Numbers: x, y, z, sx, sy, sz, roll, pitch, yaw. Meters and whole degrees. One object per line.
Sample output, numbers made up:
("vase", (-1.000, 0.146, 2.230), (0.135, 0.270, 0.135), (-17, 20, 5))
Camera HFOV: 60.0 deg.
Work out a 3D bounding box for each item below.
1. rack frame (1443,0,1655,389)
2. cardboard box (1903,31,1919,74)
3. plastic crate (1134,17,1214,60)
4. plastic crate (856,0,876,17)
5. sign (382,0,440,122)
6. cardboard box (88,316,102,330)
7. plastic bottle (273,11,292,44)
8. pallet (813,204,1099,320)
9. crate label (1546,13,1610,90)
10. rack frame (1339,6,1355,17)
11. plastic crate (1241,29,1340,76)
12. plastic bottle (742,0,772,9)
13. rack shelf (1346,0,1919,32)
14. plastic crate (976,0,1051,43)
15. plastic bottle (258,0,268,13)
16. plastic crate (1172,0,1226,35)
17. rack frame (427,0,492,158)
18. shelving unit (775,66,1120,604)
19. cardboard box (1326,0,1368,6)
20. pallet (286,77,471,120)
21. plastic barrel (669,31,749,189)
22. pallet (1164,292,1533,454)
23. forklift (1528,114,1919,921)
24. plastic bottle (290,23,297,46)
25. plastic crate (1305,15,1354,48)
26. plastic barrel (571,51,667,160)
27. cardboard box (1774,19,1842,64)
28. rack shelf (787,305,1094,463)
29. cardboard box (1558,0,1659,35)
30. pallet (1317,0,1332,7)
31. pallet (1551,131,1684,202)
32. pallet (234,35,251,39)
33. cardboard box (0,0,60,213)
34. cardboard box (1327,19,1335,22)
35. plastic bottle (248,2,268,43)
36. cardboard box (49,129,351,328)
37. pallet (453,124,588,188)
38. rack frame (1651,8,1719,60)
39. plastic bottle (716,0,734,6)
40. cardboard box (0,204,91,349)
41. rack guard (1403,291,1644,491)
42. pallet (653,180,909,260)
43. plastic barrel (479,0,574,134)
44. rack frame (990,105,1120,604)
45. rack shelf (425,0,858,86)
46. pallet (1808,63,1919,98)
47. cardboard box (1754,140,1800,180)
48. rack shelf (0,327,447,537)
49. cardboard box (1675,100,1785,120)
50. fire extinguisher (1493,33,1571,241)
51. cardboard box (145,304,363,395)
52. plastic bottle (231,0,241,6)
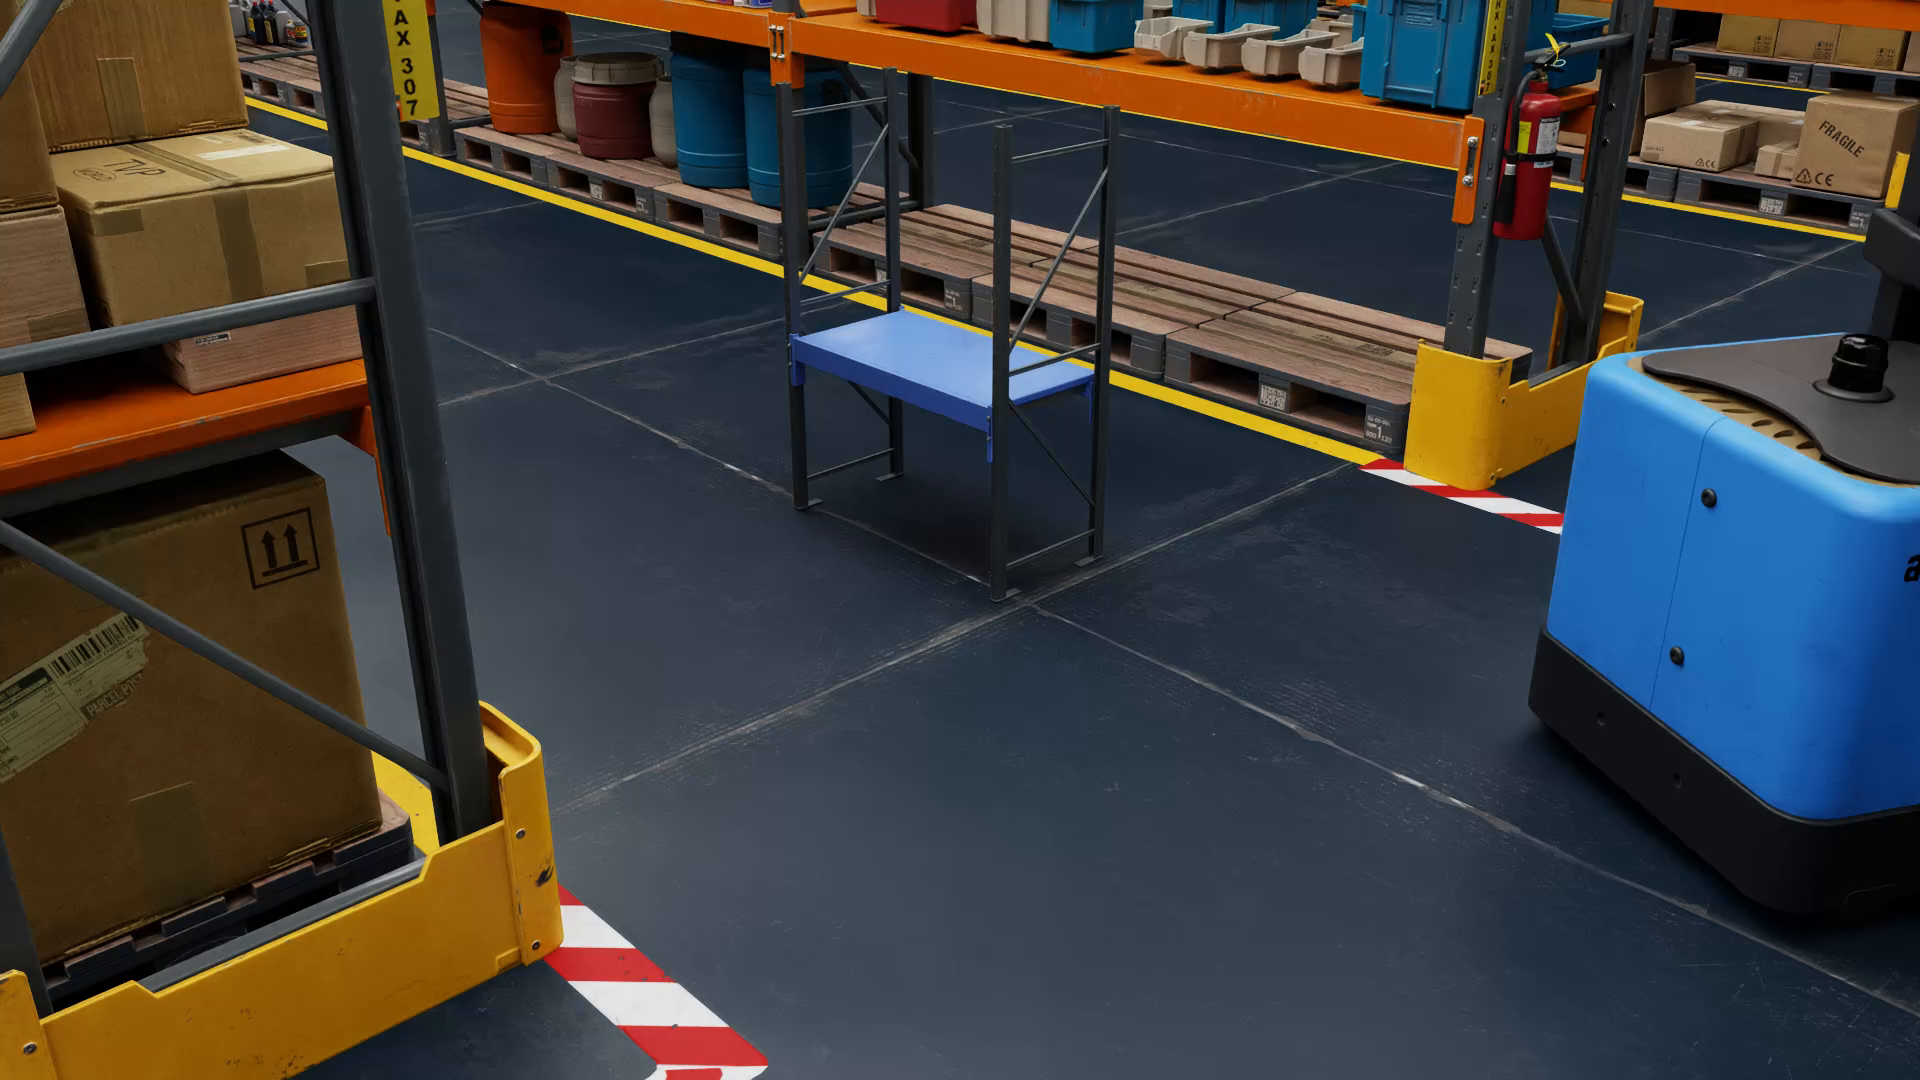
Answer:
("rack frame", (2.184, -1.755, 5.984), (1.000, 3.000, 0.127), (-21, 32, -38))
("cardboard box", (8.178, -4.107, 13.645), (0.500, 0.500, 0.700), (23, 33, 40))
("plastic crate", (0.883, -2.112, 7.011), (0.298, 0.136, 0.250), (-21, 32, -38))
("plastic crate", (-0.336, -2.693, 8.285), (0.396, 0.136, 0.243), (-21, 32, -38))
("sign", (-1.022, -0.936, 3.049), (0.100, 0.325, 0.005), (-21, 32, -38))
("cardboard box", (-1.785, -0.592, 3.736), (0.380, 0.149, 0.250), (-22, 33, -40))
("plastic bottle", (-6.156, -4.663, 15.109), (0.152, 0.276, 0.135), (-20, 31, -37))
("pallet", (-0.019, -1.487, 8.755), (1.003, 0.211, 1.213), (-21, 32, -38))
("crate label", (2.256, -1.875, 6.375), (0.416, 0.233, 0.303), (-21, 32, -38))
("rack frame", (3.069, -4.371, 11.718), (1.000, 3.000, 0.127), (-21, 32, -38))
("plastic crate", (1.307, -1.950, 6.657), (0.396, 0.136, 0.243), (-21, 32, -38))
("plastic bottle", (-1.055, -2.939, 8.727), (0.152, 0.276, 0.135), (-21, 32, -38))
("rack shelf", (4.436, -3.438, 10.539), (1.077, 0.370, 4.000), (-21, 32, -38))
("plastic crate", (0.360, -2.426, 7.524), (0.437, 0.282, 0.530), (-21, 32, -38))
("plastic bottle", (-6.395, -4.805, 15.331), (0.185, 0.351, 0.144), (22, 33, 40))
("plastic crate", (1.151, -2.365, 7.449), (0.416, 0.233, 0.300), (-21, 32, -38))
("rack frame", (-3.284, -4.179, 11.297), (1.000, 3.000, 0.127), (-21, 32, -38))
("shelving unit", (-0.058, -0.708, 5.495), (0.538, 1.500, 1.048), (-21, 32, -38))
("cardboard box", (4.355, -5.943, 17.246), (0.750, 0.750, 0.750), (-22, 32, -39))
("pallet", (-4.614, -3.526, 13.224), (1.003, 0.211, 1.213), (-21, 32, -38))
("plastic barrel", (-1.393, -2.588, 9.831), (0.600, 0.901, 0.708), (-21, 32, -38))
("pallet", (1.649, -0.748, 7.134), (1.003, 0.211, 1.213), (-21, 32, -38))
("forklift", (3.138, -0.794, 3.960), (3.031, 2.935, 1.130), (-7, 25, -14))
("plastic bottle", (-5.985, -4.570, 14.994), (0.097, 0.201, 0.097), (0, 25, 0))
("plastic crate", (1.633, -2.157, 7.110), (0.250, 0.136, 0.298), (-21, 32, -38))
("plastic barrel", (-2.165, -2.788, 10.646), (0.600, 0.588, 0.708), (-21, 32, -38))
("cardboard box", (7.459, -4.423, 14.336), (0.700, 0.500, 0.500), (-22, 32, -39))
("rack shelf", (-0.058, -0.545, 5.570), (0.538, 0.185, 1.000), (-21, 32, -38))
("cardboard box", (6.143, -5.151, 15.511), (0.750, 0.750, 0.750), (-21, 32, -38))
("pallet", (3.415, -5.958, 18.556), (1.003, 0.211, 1.213), (-21, 32, -38))
("pallet", (4.375, -2.524, 11.030), (1.003, 0.211, 1.213), (-21, 32, -38))
("pallet", (-7.284, -4.707, 15.814), (1.003, 0.211, 1.213), (-21, 32, -38))
("cardboard box", (-1.956, -0.832, 2.878), (0.500, 0.500, 0.500), (-21, 32, -38))
("cardboard box", (2.916, -3.650, 12.618), (0.500, 0.500, 0.500), (22, 33, 39))
("plastic bottle", (-6.372, -4.707, 15.116), (0.144, 0.351, 0.185), (-21, 32, -38))
("cardboard box", (-1.562, -0.639, 3.360), (0.500, 0.250, 0.500), (-22, 33, -40))
("pallet", (-2.714, -2.683, 11.378), (1.003, 0.211, 1.213), (-21, 32, -38))
("rack frame", (6.682, -5.778, 14.801), (1.000, 3.000, 0.127), (-21, 32, -38))
("plastic bottle", (-1.246, -2.999, 8.851), (0.061, 0.283, 0.133), (-21, 32, -38))
("cardboard box", (-1.956, -0.489, 3.030), (0.500, 0.250, 0.500), (-22, 32, -39))
("rack guard", (2.210, -0.615, 6.495), (1.175, 0.500, 0.348), (-21, 32, -38))
("pallet", (-1.047, -1.944, 9.757), (1.003, 0.211, 1.213), (-21, 32, -38))
("plastic barrel", (-2.937, -3.239, 11.346), (0.600, 0.830, 0.708), (-21, 32, -38))
("rack frame", (0.289, -0.554, 5.158), (0.500, 1.500, 0.032), (-21, 32, -38))
("rack shelf", (-1.917, -3.246, 10.118), (1.077, 0.370, 4.000), (-21, 32, -38))
("pallet", (7.983, -3.887, 14.016), (1.003, 0.211, 1.213), (-21, 32, -38))
("cardboard box", (5.040, -2.314, 10.091), (0.380, 0.166, 0.250), (-21, 32, -38))
("rack shelf", (-2.798, -0.629, 4.381), (1.077, 0.370, 4.000), (-21, 32, -38))
("cardboard box", (4.955, -2.657, 10.743), (0.500, 0.250, 0.500), (-21, 32, -38))
("fire extinguisher", (1.956, -1.376, 5.695), (0.296, 0.674, 0.183), (-21, 32, -38))
("cardboard box", (-1.433, -0.437, 3.397), (0.380, 0.149, 0.250), (-21, 32, -38))
("plastic bottle", (-6.813, -4.991, 15.737), (0.144, 0.351, 0.185), (-20, 31, -36))
